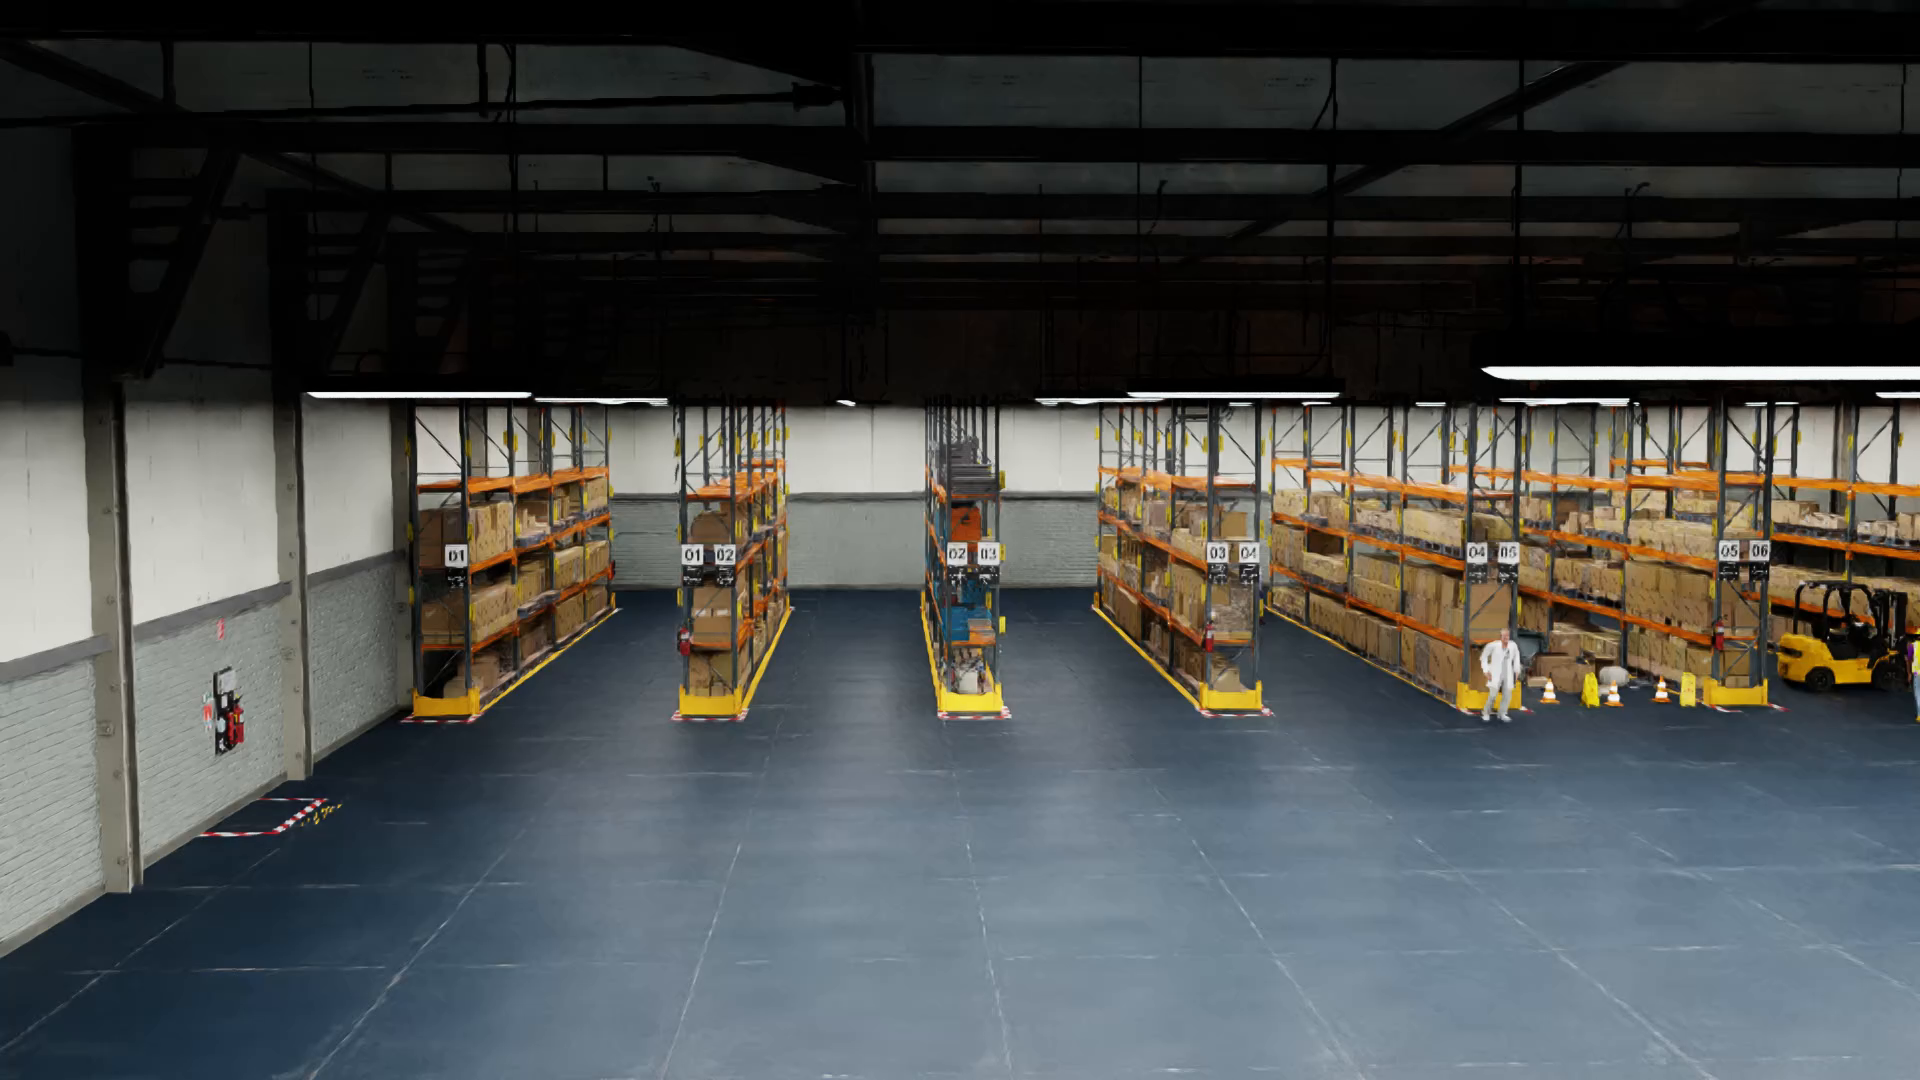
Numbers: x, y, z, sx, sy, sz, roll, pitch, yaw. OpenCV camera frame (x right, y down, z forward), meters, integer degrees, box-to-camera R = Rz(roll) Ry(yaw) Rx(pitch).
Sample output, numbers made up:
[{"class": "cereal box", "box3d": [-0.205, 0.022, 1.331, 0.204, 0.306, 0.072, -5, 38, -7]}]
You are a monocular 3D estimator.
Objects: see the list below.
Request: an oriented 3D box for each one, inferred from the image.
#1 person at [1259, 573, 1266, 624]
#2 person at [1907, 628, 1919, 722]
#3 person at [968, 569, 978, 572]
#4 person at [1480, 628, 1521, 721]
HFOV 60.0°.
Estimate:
[{"class": "person", "box3d": [7.827, 1.431, 44.259, 0.479, 1.567, 1.090, 0, 5, 0]}, {"class": "person", "box3d": [17.698, 2.446, 30.483, 0.607, 1.752, 0.574, 3, 5, 33]}, {"class": "person", "box3d": [0.423, 0.890, 50.159, 0.554, 1.723, 1.029, -1, 5, -10]}, {"class": "person", "box3d": [9.872, 2.460, 30.413, 0.729, 1.734, 0.546, 0, 5, -4]}]
